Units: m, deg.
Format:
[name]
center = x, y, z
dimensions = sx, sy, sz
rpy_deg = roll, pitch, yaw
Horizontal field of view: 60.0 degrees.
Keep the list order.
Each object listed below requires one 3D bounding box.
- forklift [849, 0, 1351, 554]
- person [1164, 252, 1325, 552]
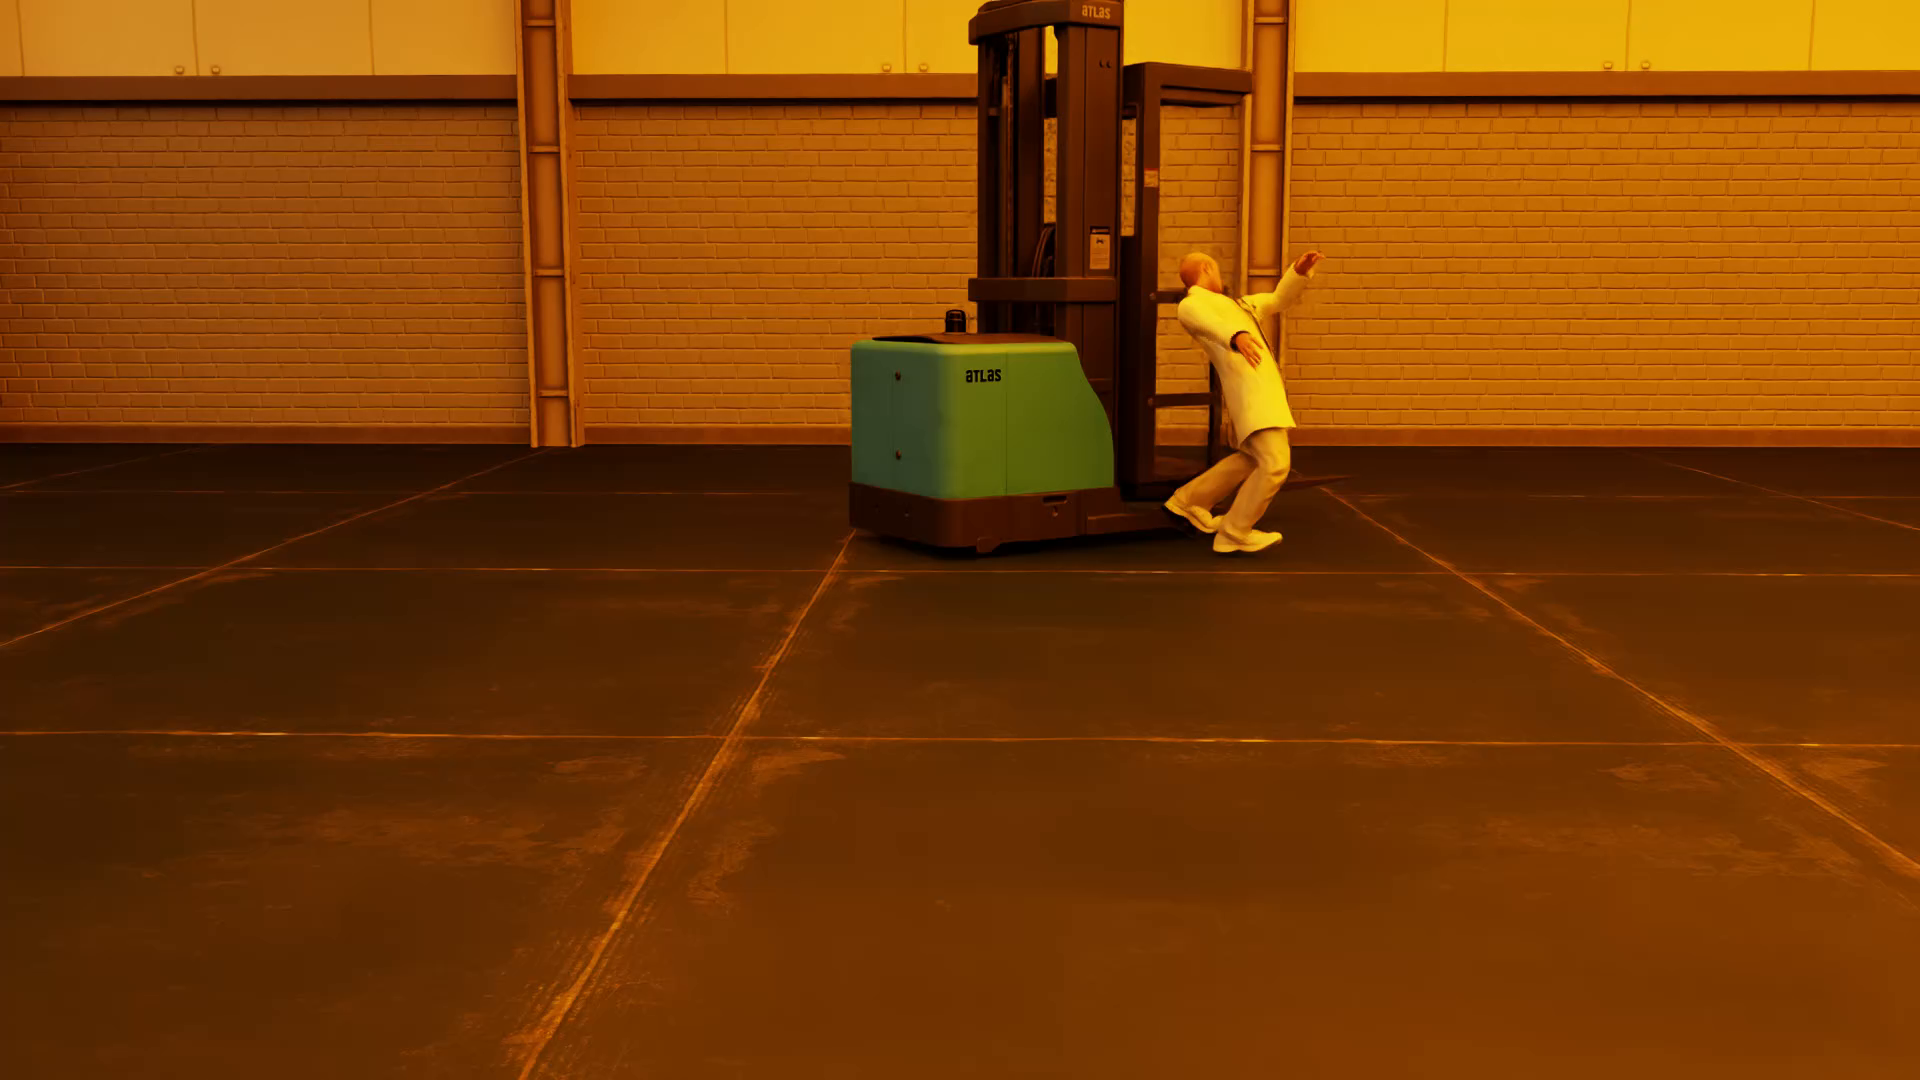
[forklift]
center = 0.909, -1.525, 9.279
dimensions = 3.031, 2.935, 1.130
rpy_deg = -6, 10, -33
[person]
center = 1.399, -0.690, 8.375
dimensions = 0.811, 1.504, 1.070
rpy_deg = 2, 9, 12
